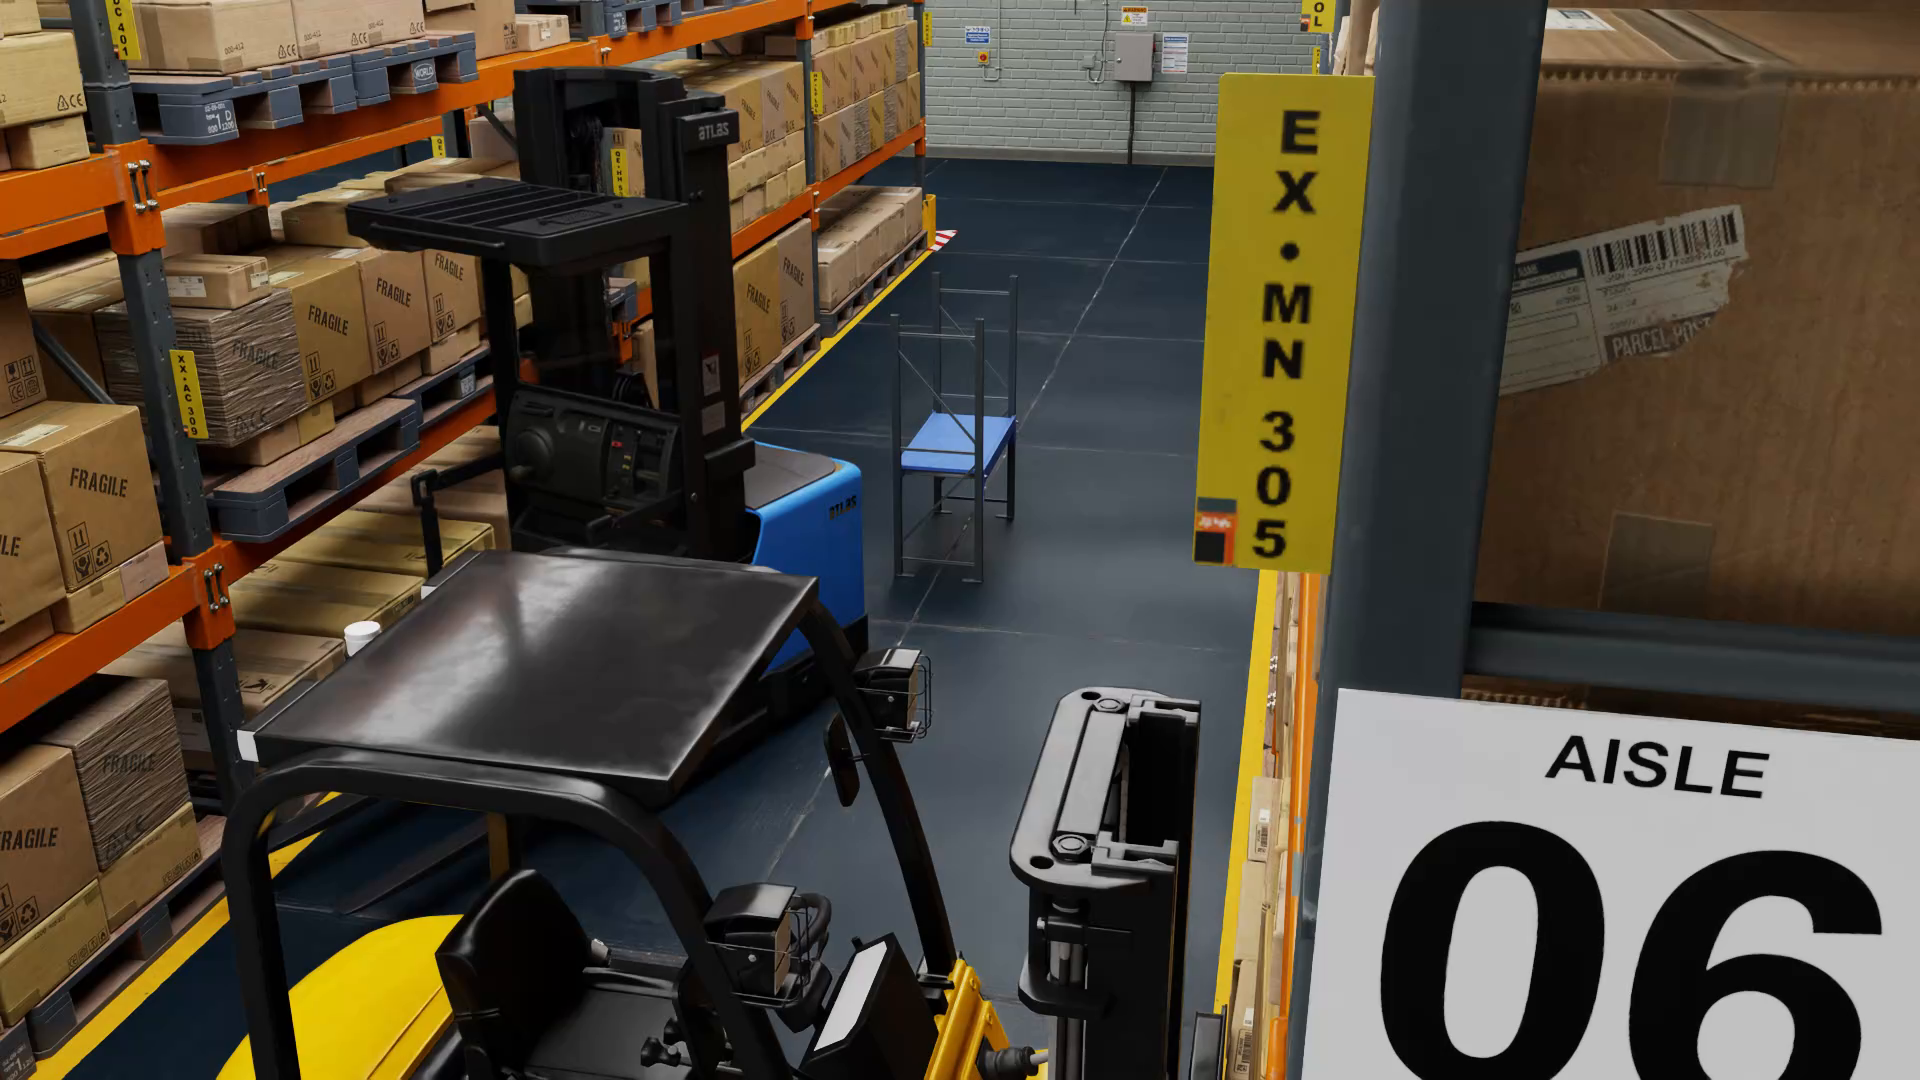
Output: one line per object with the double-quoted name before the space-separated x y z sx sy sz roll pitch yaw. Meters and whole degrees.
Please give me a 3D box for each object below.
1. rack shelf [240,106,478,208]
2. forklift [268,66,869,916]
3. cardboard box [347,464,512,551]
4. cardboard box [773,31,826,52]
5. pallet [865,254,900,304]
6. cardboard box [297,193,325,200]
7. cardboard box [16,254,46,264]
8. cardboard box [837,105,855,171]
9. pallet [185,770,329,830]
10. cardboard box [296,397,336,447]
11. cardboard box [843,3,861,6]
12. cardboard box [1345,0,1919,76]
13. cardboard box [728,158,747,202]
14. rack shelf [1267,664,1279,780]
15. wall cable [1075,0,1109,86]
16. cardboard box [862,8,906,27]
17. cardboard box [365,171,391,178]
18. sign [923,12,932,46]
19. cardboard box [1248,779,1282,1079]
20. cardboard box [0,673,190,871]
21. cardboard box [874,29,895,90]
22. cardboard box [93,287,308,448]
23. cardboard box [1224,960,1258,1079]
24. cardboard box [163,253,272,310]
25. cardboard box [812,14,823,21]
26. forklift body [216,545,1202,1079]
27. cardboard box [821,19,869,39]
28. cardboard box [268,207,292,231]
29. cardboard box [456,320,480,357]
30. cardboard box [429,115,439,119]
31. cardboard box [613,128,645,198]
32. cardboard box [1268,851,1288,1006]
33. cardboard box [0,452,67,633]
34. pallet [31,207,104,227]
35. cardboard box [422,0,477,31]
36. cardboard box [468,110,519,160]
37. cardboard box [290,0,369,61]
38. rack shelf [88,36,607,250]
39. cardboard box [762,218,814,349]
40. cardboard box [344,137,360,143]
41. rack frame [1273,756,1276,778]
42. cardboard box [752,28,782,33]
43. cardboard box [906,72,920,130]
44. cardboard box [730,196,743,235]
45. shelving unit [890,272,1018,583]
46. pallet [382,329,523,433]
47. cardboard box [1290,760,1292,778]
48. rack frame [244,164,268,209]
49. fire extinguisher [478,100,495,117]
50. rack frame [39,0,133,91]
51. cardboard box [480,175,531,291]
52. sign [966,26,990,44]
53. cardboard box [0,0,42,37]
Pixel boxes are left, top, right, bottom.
"rack shelf" -6.133 -3.824 16.295 1.077 0.370 4.000 4 22 11
"forklift" -1.667 -0.359 6.821 1.130 2.935 3.031 13 26 30
"cardboard box" -2.759 -0.122 9.097 0.950 0.372 0.625 4 22 10
"cardboard box" -1.320 -4.087 13.646 0.380 0.149 0.250 5 22 12
"pallet" -1.196 -2.512 15.807 1.003 0.211 1.213 4 22 11
"cardboard box" -6.414 -3.388 16.710 0.380 0.149 0.250 5 22 12
"cardboard box" -7.263 -1.986 12.551 0.500 0.250 0.500 5 22 12
"cardboard box" -1.216 -3.467 14.313 0.500 0.500 0.500 5 22 11
"pallet" -3.150 0.849 7.463 1.003 0.211 1.213 4 22 11
"cardboard box" -2.825 -0.507 6.870 0.380 0.149 0.250 5 22 12
"cardboard box" -1.202 -5.251 16.535 0.380 0.149 0.250 5 22 12
"cardboard box" 0.895 -0.546 2.349 0.700 0.500 0.500 5 22 11
"cardboard box" -1.809 -2.506 11.593 0.500 0.250 0.500 5 22 12
"rack shelf" 1.145 1.283 3.617 1.077 0.370 4.000 4 22 11
"wall cable" 1.660 -6.980 21.809 0.588 1.984 0.122 4 22 11
"cardboard box" -0.734 -5.017 15.956 0.380 0.149 0.250 4 22 10
"cardboard box" -6.165 -3.871 17.908 0.380 0.149 0.250 3 22 8
"sign" -0.330 -5.149 16.756 0.100 0.325 0.005 4 22 11
"cardboard box" 0.891 0.873 3.538 0.500 0.500 0.500 5 22 11
"cardboard box" -3.165 0.810 5.942 0.500 0.500 0.500 4 22 10
"cardboard box" -0.906 -4.490 15.515 0.500 0.500 0.500 4 22 11
"cardboard box" -2.931 -0.688 6.453 0.500 0.500 0.500 5 22 12
"cardboard box" 0.942 1.356 4.251 0.500 0.250 0.500 5 23 13
"cardboard box" -2.865 -0.985 6.321 0.380 0.149 0.250 4 22 11
"cardboard box" -1.481 -4.777 15.360 0.380 0.149 0.250 5 22 11
"forklift body" -0.662 1.241 3.892 2.313 2.155 1.214 4 22 11
"cardboard box" -1.027 -4.548 14.790 0.380 0.149 0.250 5 22 11
"cardboard box" -3.120 -1.287 7.939 0.500 0.500 0.500 4 22 9
"cardboard box" -2.566 -0.990 8.071 0.380 0.149 0.250 4 22 9
"cardboard box" -5.639 -4.450 17.225 0.380 0.149 0.250 4 22 10
"cardboard box" -2.151 -2.294 10.063 0.500 0.500 0.500 4 22 9
"cardboard box" 0.718 0.669 2.778 0.380 0.149 0.250 5 22 12
"cardboard box" -3.253 0.026 5.241 0.500 0.500 0.500 5 23 13
"pallet" -6.994 -2.601 12.553 1.003 0.211 1.213 4 22 11
"cardboard box" -2.774 -2.502 7.897 0.797 0.503 0.637 4 22 11
"cardboard box" -2.642 -2.342 10.181 0.500 0.500 0.500 4 22 9
"cardboard box" -2.693 -2.045 6.539 0.500 0.250 0.500 4 22 10
"rack shelf" -2.899 -1.949 7.625 1.077 0.370 4.000 4 22 11
"cardboard box" -1.723 -2.062 13.240 0.875 0.875 0.875 5 23 13
"cardboard box" -5.942 -3.873 15.792 0.380 0.149 0.250 5 23 13
"rack frame" 1.553 0.217 5.299 1.000 3.000 0.127 4 22 11
"cardboard box" -1.703 -4.212 13.956 0.380 0.149 0.250 4 22 11
"cardboard box" -0.698 -4.398 16.625 0.500 0.500 0.500 5 22 11
"cardboard box" -1.847 -2.274 11.686 0.500 0.250 0.500 4 22 11
"shelving unit" -0.017 -0.665 9.496 0.538 1.500 1.048 4 22 11
"pallet" -2.855 -0.806 8.098 1.003 0.211 1.213 4 22 11
"cardboard box" 0.895 0.531 3.519 0.380 0.149 0.250 4 22 10
"rack frame" -6.541 -3.426 14.345 1.000 3.000 0.127 4 22 11
"fire extinguisher" -5.222 -4.737 18.202 0.296 0.674 0.183 4 22 11
"rack frame" -3.307 -2.942 5.114 1.000 3.000 0.127 4 22 11
"cardboard box" -2.406 -1.624 8.777 0.500 0.500 0.500 4 22 10
"sign" 0.234 -6.764 22.271 0.327 0.218 0.001 4 22 11
"cardboard box" -3.158 -1.672 5.243 0.380 0.149 0.250 5 22 12
